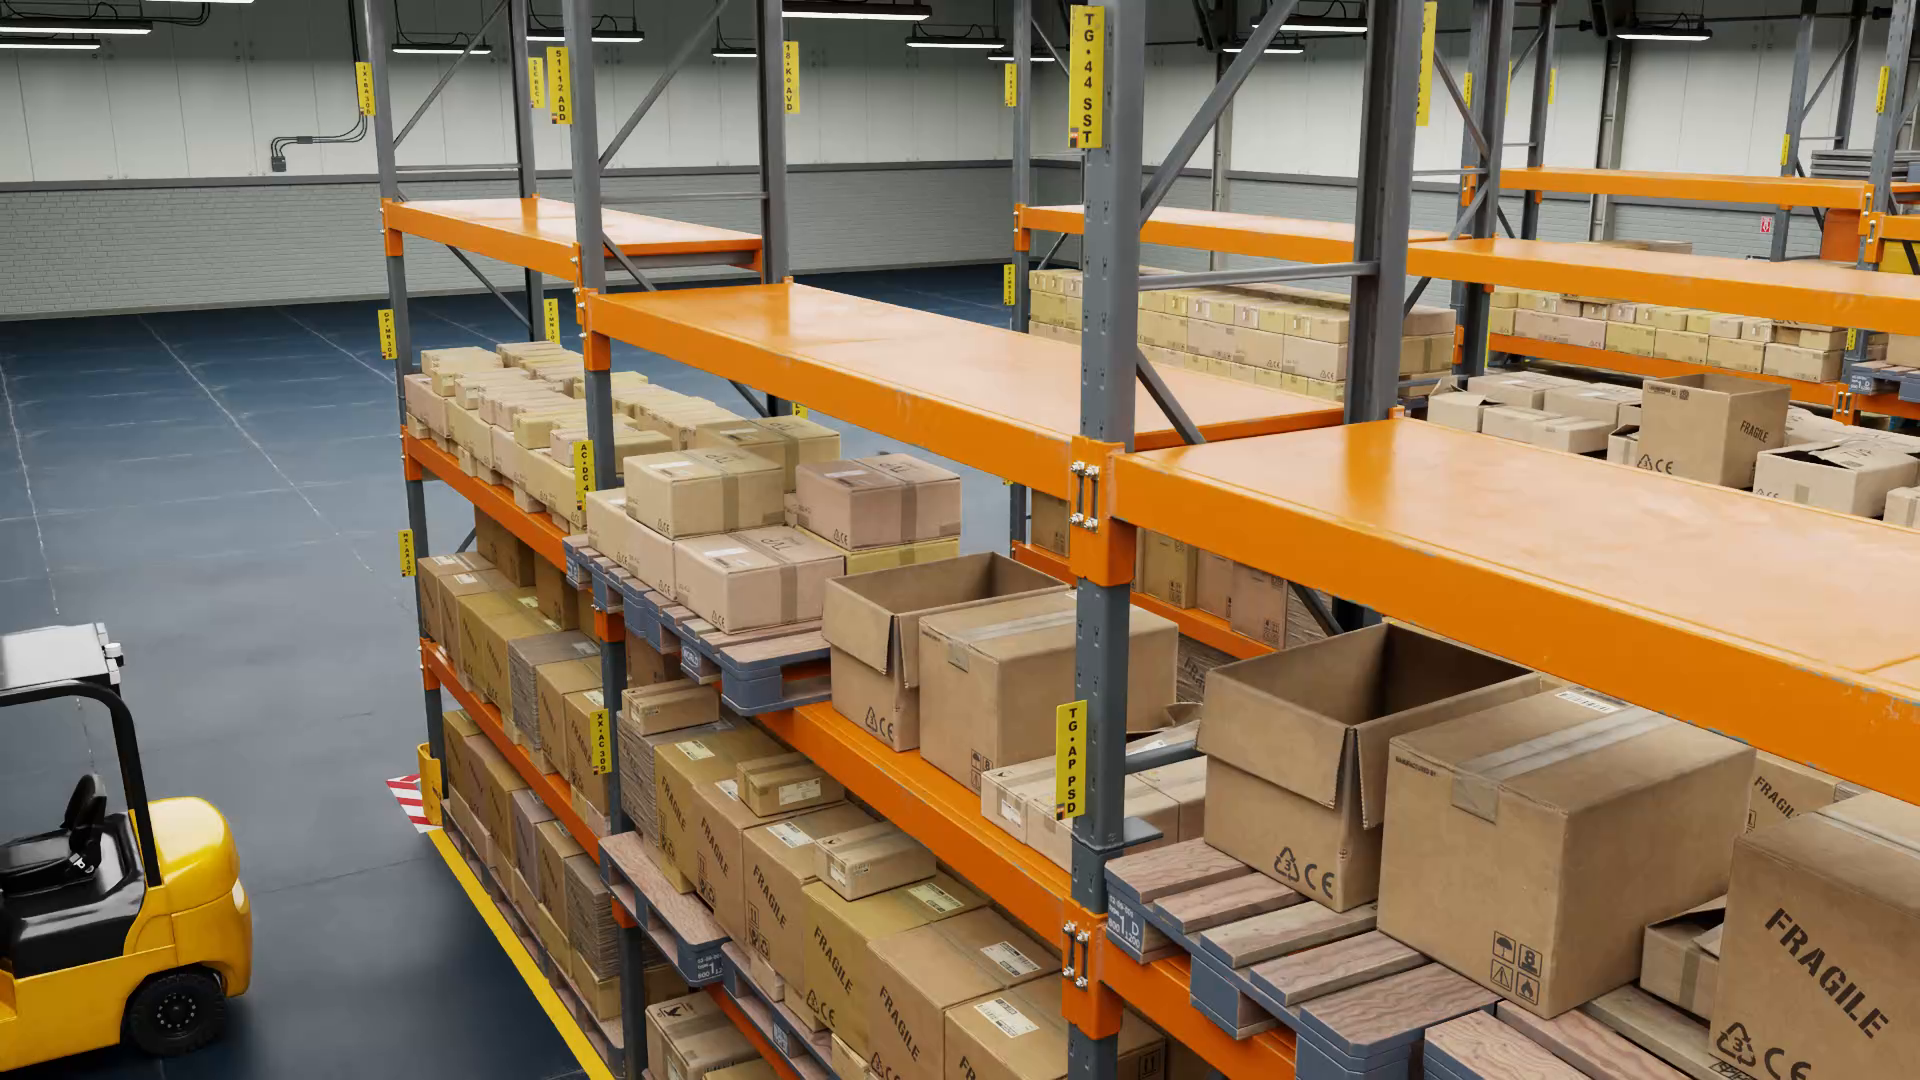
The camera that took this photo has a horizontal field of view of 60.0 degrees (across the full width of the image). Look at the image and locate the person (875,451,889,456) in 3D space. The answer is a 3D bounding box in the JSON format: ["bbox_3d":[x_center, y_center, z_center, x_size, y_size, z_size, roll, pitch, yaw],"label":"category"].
[{"bbox_3d":[-0.737,-0.053,16.265,0.441,1.646,0.309,-8,17,-29],"label":"person"}]
